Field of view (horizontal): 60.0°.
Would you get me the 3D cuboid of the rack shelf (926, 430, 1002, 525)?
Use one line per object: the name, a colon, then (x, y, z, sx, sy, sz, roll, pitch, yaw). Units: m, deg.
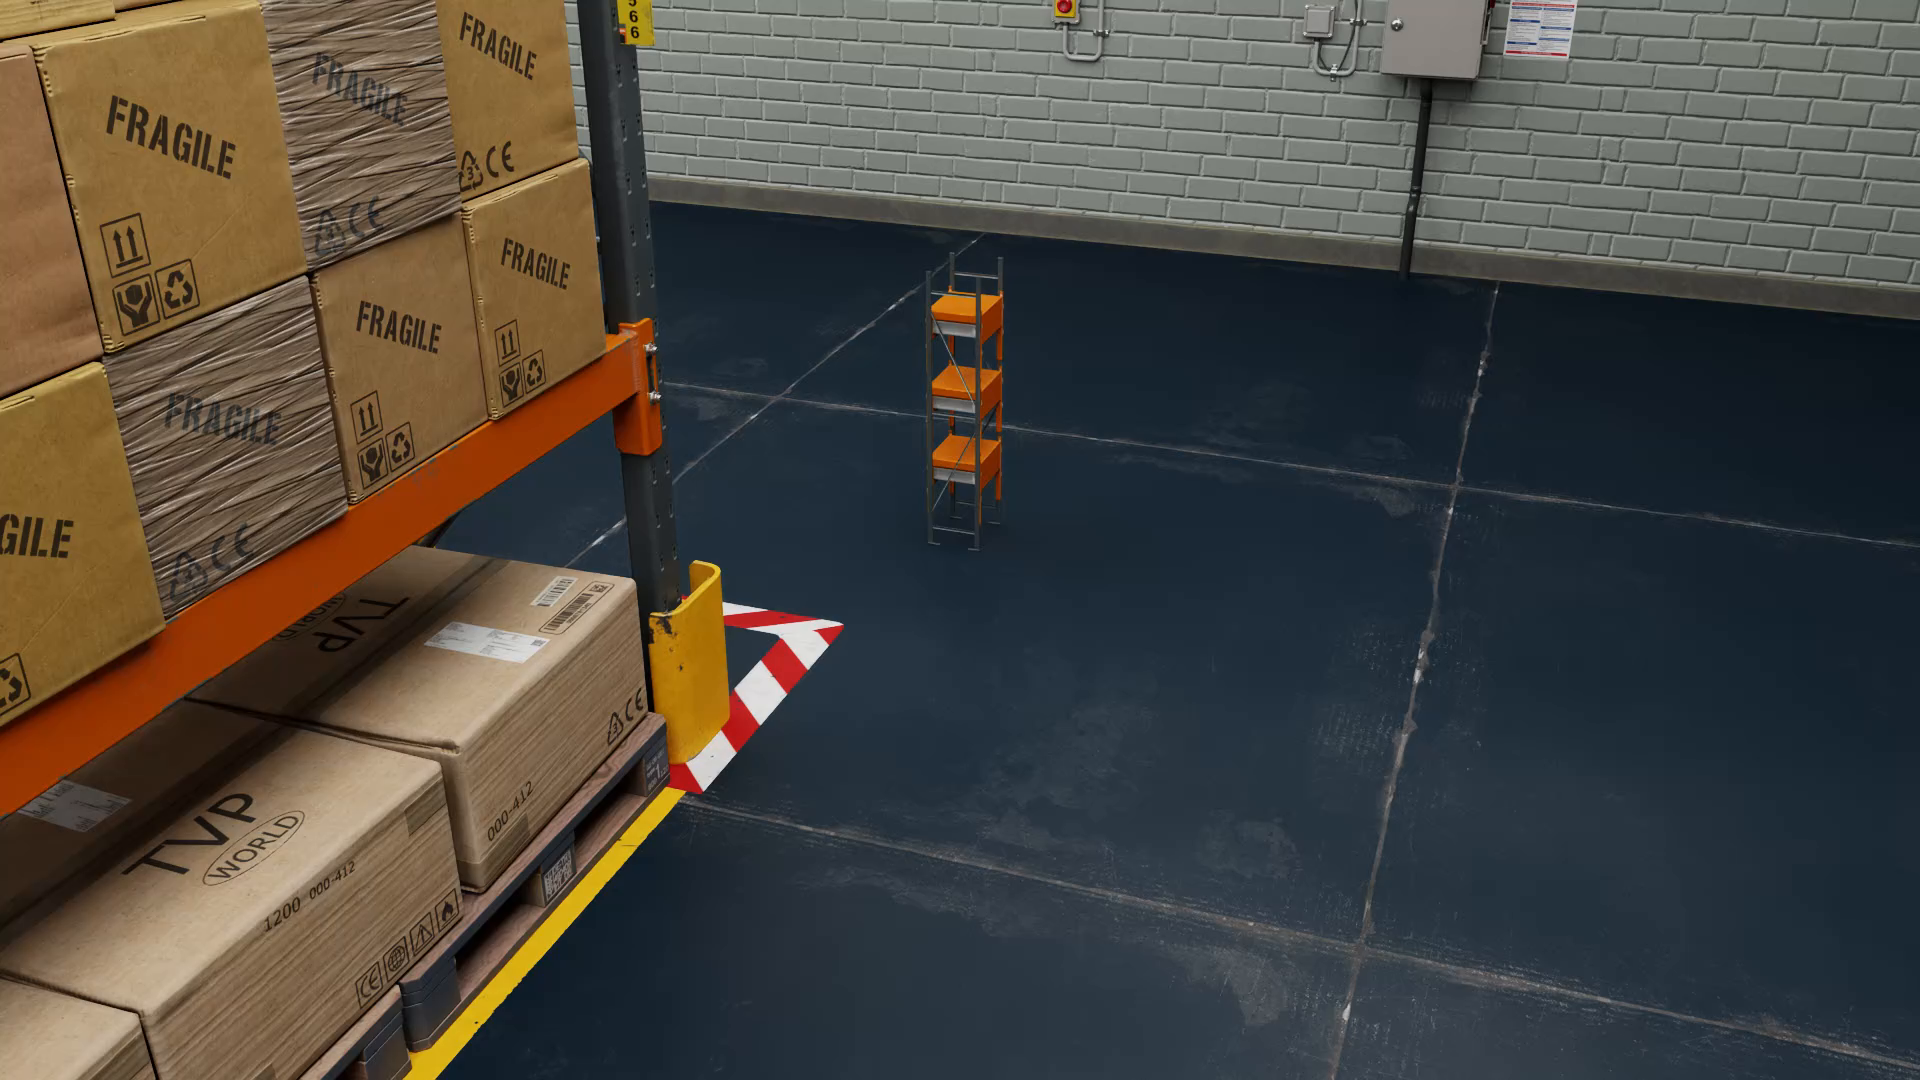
rack shelf: (0.018, -0.235, 6.192, 0.215, 0.259, 0.240, 9, 27, 17)

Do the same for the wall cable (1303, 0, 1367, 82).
wall cable: (1.890, -3.404, 8.672, 0.588, 1.984, 0.122, 9, 27, 17)

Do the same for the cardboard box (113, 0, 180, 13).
cardboard box: (-1.581, -1.016, 2.901, 0.380, 0.149, 0.250, 8, 27, 17)

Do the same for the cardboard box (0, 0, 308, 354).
cardboard box: (-1.556, -0.667, 2.924, 0.500, 0.500, 0.500, 9, 27, 17)

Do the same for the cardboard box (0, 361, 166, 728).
cardboard box: (-1.720, -0.004, 2.702, 0.500, 0.500, 0.500, 10, 27, 19)

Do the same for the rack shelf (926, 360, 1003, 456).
rack shelf: (0.018, -0.485, 6.071, 0.215, 0.259, 0.240, 9, 27, 17)

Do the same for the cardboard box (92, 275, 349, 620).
cardboard box: (-1.560, -0.218, 3.144, 0.500, 0.500, 0.500, 10, 27, 19)

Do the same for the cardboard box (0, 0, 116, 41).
cardboard box: (-1.610, -0.905, 2.670, 0.380, 0.149, 0.250, 9, 27, 19)

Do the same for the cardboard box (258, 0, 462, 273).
cardboard box: (-1.388, -0.870, 3.343, 0.500, 0.500, 0.500, 9, 27, 18)

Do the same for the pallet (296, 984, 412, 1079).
pallet: (-1.906, 1.268, 3.389, 1.003, 0.211, 1.213, 9, 27, 17)

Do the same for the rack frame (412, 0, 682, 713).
rack frame: (-1.306, -0.827, 4.515, 1.000, 3.000, 0.127, 9, 27, 17)

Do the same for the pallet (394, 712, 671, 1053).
pallet: (-1.498, 0.768, 4.421, 1.003, 0.211, 1.213, 9, 27, 17)

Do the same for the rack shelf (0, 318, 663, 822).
rack shelf: (-1.972, 0.319, 2.975, 1.077, 0.370, 4.000, 9, 27, 17)

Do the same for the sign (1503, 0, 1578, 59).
sign: (3.015, -2.753, 8.604, 0.329, 0.494, 0.001, 9, 27, 17)

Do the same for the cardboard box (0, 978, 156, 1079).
cardboard box: (-2.030, 1.171, 2.848, 0.875, 0.438, 0.875, 8, 27, 16)

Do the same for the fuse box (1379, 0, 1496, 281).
fuse box: (2.481, -2.203, 8.836, 0.539, 1.711, 0.414, 9, 27, 17)

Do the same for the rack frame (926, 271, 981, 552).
rack frame: (-0.023, -0.444, 5.963, 0.200, 1.050, 0.008, 9, 27, 17)

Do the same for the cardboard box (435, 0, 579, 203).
cardboard box: (-1.242, -1.089, 3.795, 0.500, 0.500, 0.500, 10, 27, 19)

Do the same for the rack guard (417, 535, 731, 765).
rack guard: (-1.298, 0.288, 5.081, 1.175, 0.500, 0.348, 9, 27, 17)

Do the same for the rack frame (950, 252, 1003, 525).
rack frame: (0.058, -0.545, 6.170, 0.200, 1.050, 0.008, 9, 27, 17)

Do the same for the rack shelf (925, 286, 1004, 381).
rack shelf: (0.018, -0.740, 5.948, 0.215, 0.259, 0.240, 9, 27, 17)

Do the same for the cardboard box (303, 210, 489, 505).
cardboard box: (-1.398, -0.431, 3.583, 0.500, 0.500, 0.500, 8, 27, 16)

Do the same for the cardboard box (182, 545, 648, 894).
cardboard box: (-1.431, 0.423, 4.392, 0.875, 0.438, 0.875, 8, 27, 16)

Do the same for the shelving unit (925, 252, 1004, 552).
shelving unit: (0.018, -0.495, 6.067, 0.215, 1.050, 0.252, 9, 27, 17)

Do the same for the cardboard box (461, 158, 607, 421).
cardboard box: (-1.217, -0.635, 4.005, 0.500, 0.500, 0.500, 9, 27, 18)

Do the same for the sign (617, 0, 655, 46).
sign: (-0.799, -1.370, 4.037, 0.100, 0.325, 0.005, 9, 27, 17)

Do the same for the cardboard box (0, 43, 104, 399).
cardboard box: (-1.725, -0.461, 2.498, 0.500, 0.500, 0.500, 9, 27, 17)

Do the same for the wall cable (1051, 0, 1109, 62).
wall cable: (0.548, -3.619, 9.080, 0.585, 1.953, 0.123, 9, 27, 17)

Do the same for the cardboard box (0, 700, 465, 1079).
cardboard box: (-1.728, 0.800, 3.613, 0.875, 0.438, 0.875, 9, 27, 19)
